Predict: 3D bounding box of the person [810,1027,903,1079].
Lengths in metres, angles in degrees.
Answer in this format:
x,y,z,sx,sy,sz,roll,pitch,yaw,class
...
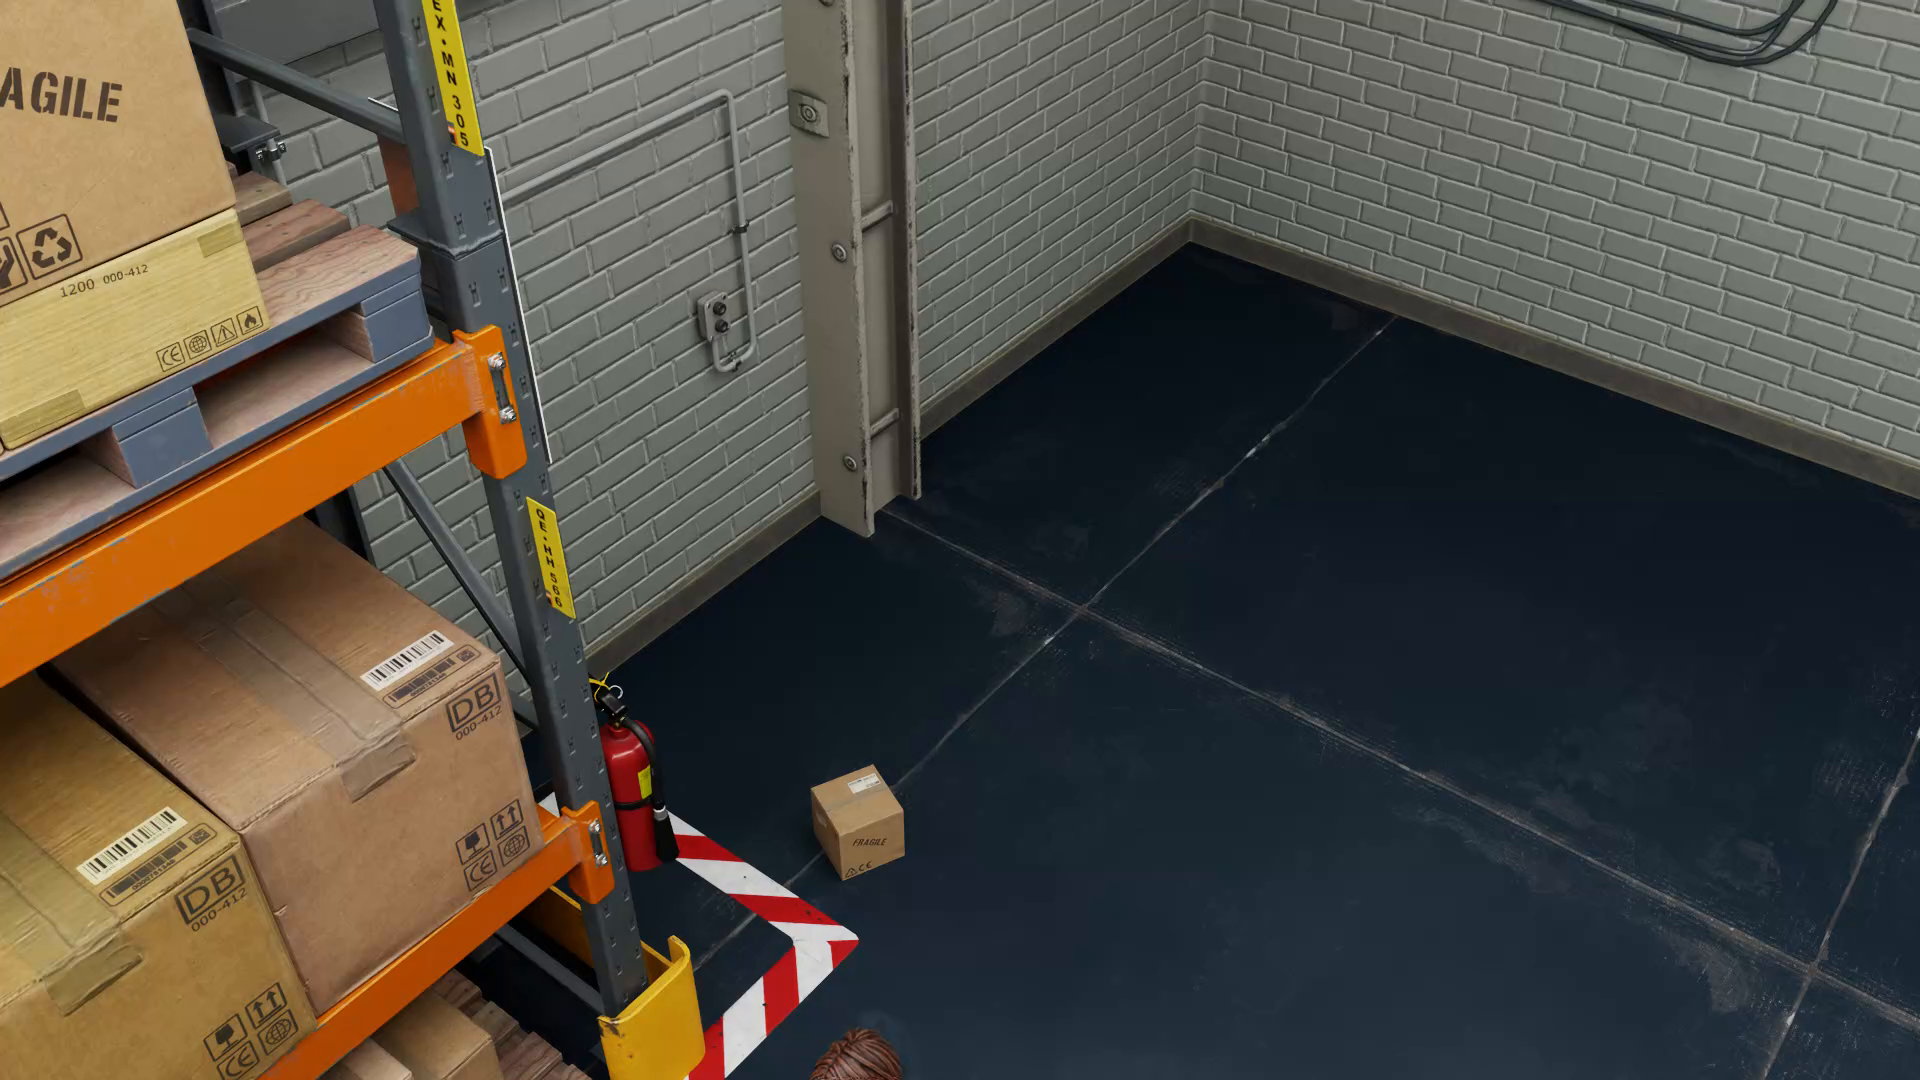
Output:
x,y,z,sx,sy,sz,roll,pitch,yaw,class
-0.210,1.705,4.084,0.491,1.558,0.894,21,44,24,person
